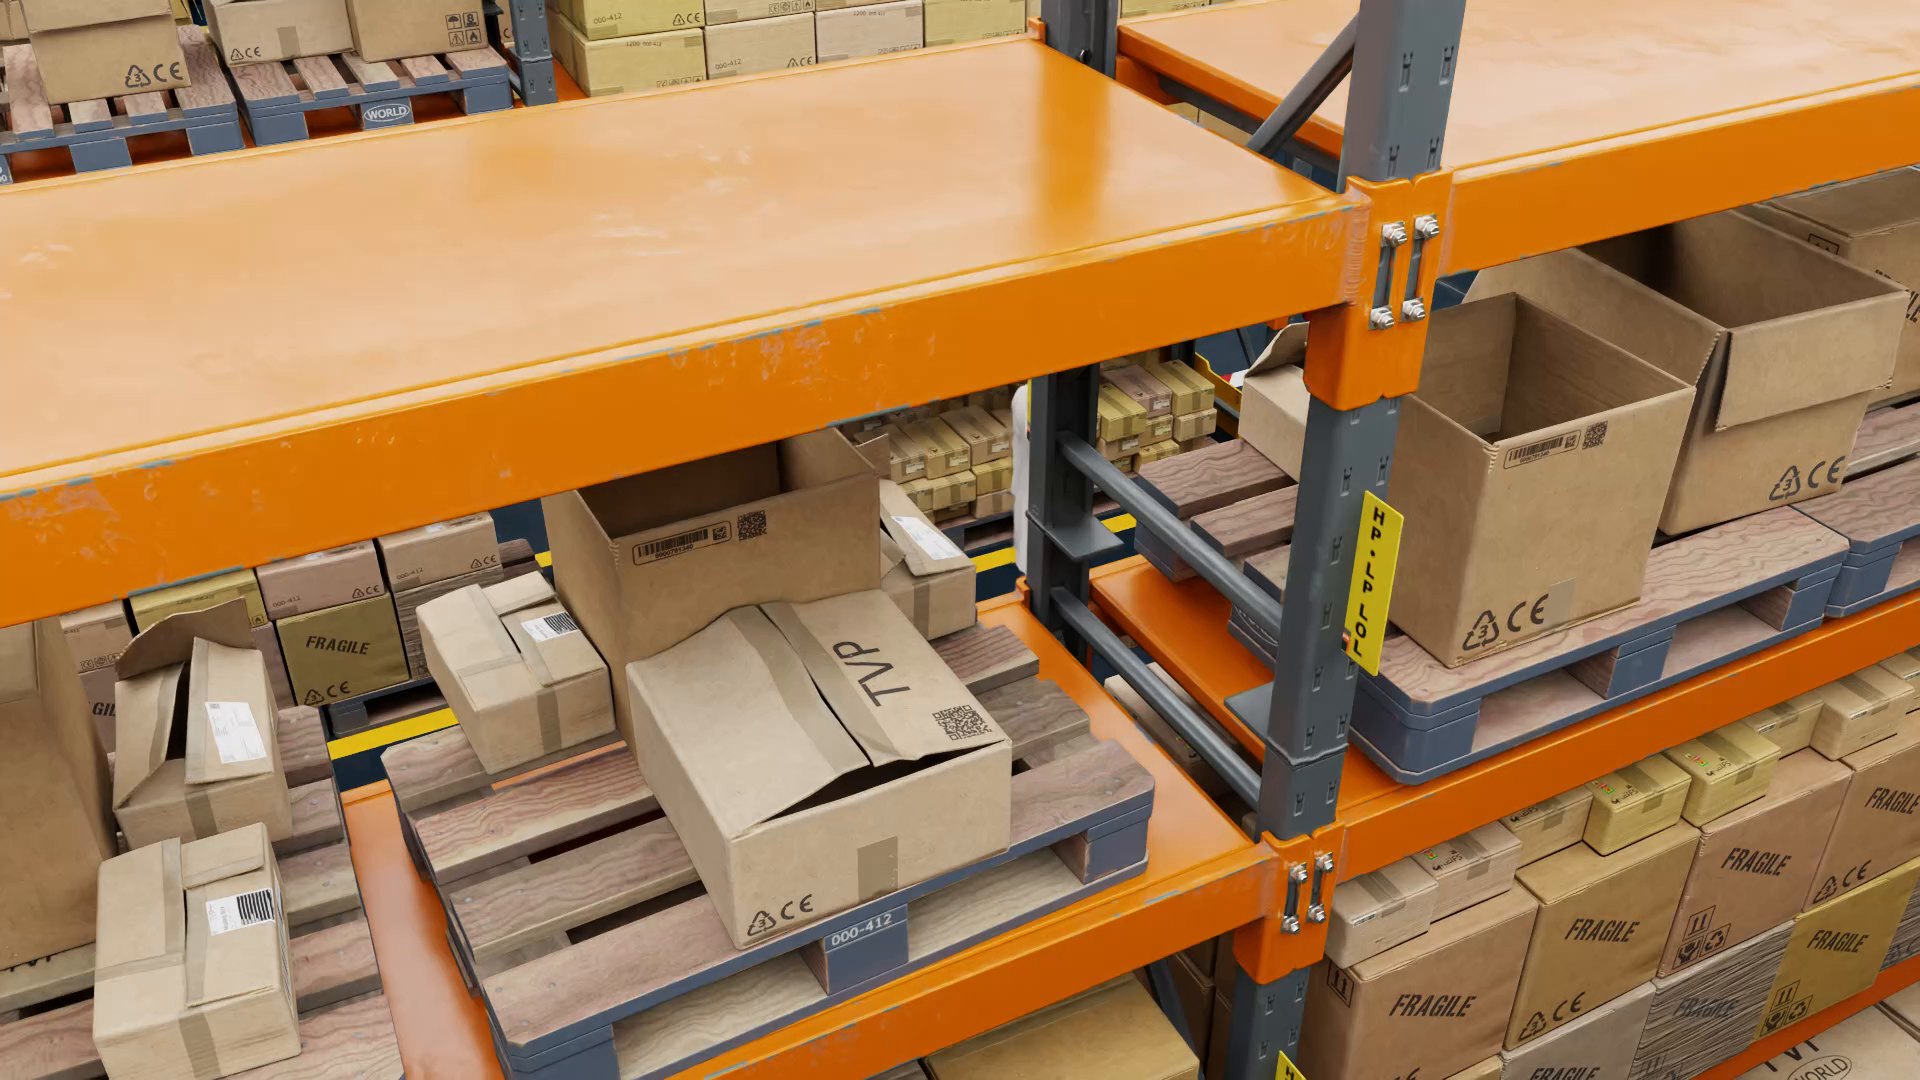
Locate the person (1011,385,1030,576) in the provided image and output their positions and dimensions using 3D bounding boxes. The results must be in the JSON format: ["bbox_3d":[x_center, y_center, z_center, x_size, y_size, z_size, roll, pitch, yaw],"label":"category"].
[{"bbox_3d":[0.411,-0.097,7.751,0.455,1.776,0.640,-5,33,-8],"label":"person"}]
